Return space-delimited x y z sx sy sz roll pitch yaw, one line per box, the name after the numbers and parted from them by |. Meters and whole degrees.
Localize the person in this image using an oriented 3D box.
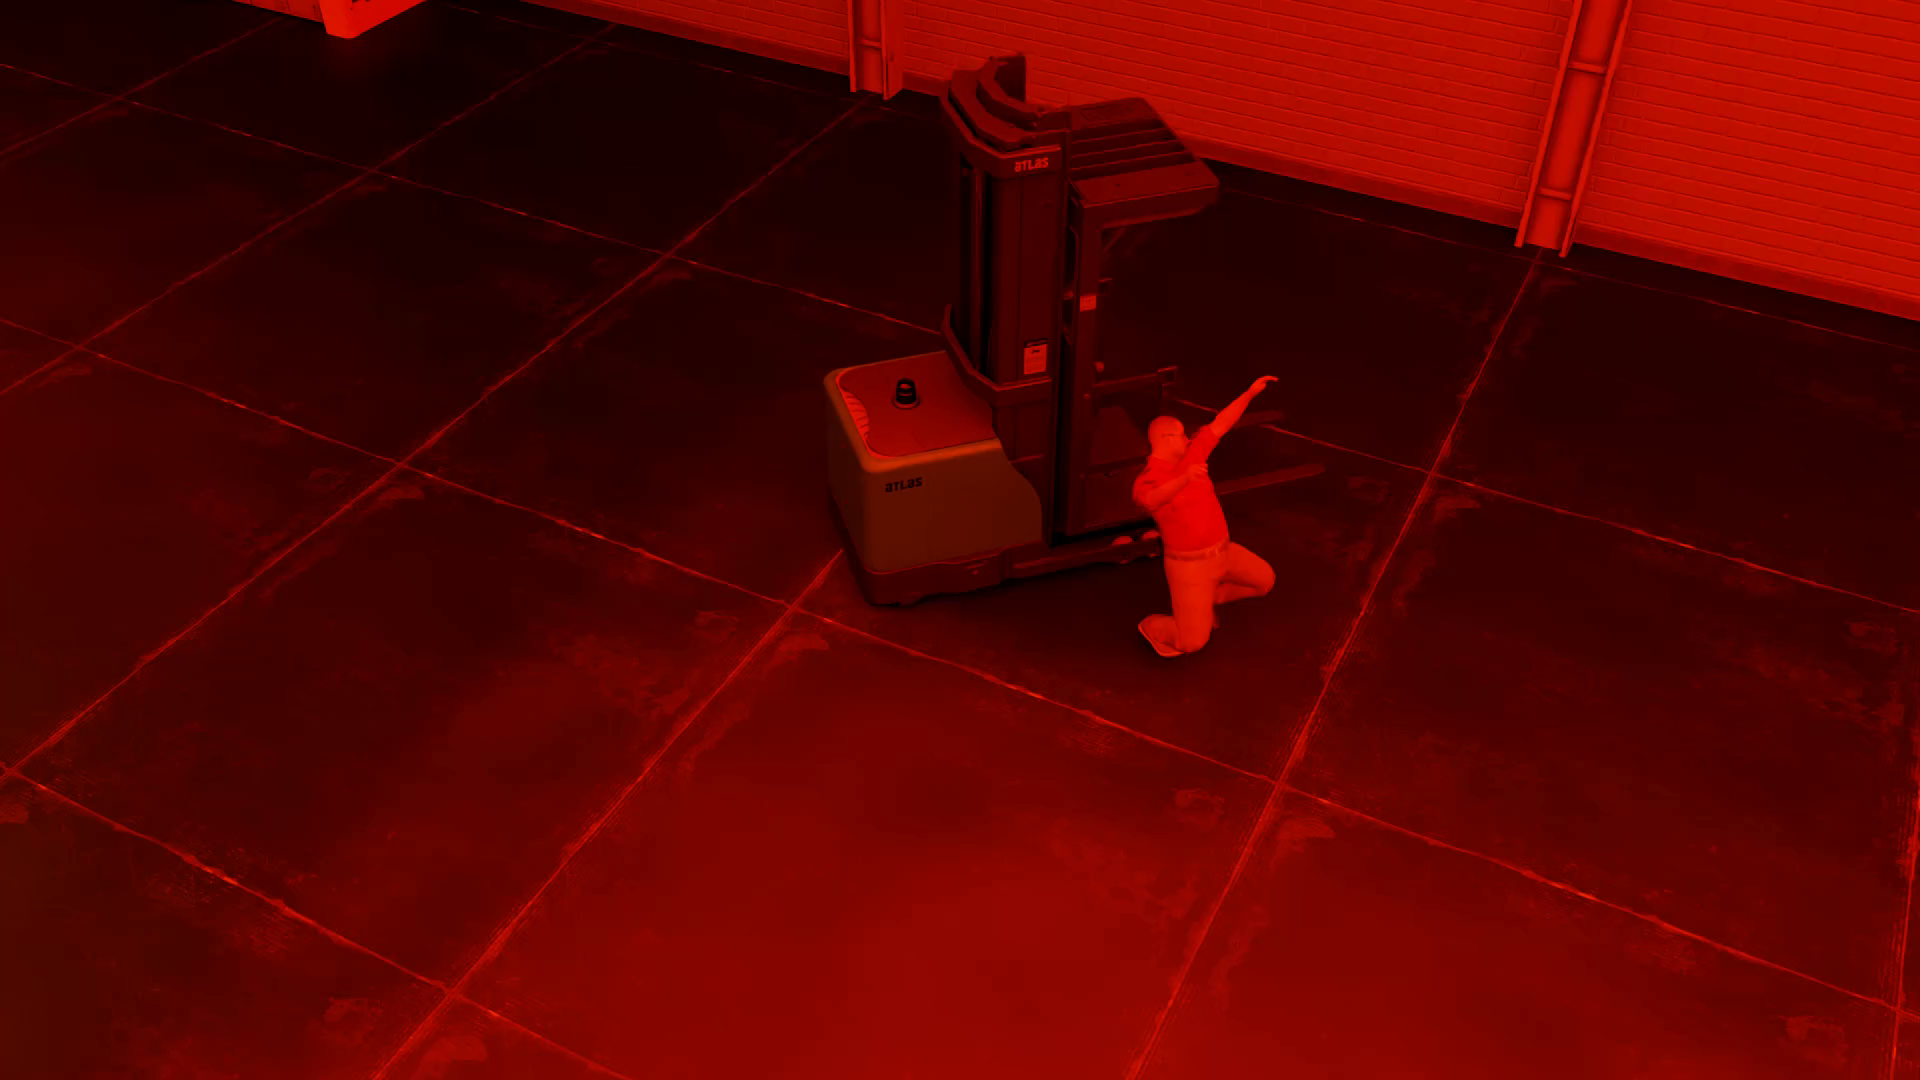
1.317 -0.055 9.092 0.761 1.645 0.961 30 49 31 | person

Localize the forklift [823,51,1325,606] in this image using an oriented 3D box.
0.754 -1.292 9.521 3.031 2.935 1.130 -12 42 -14 | forklift
